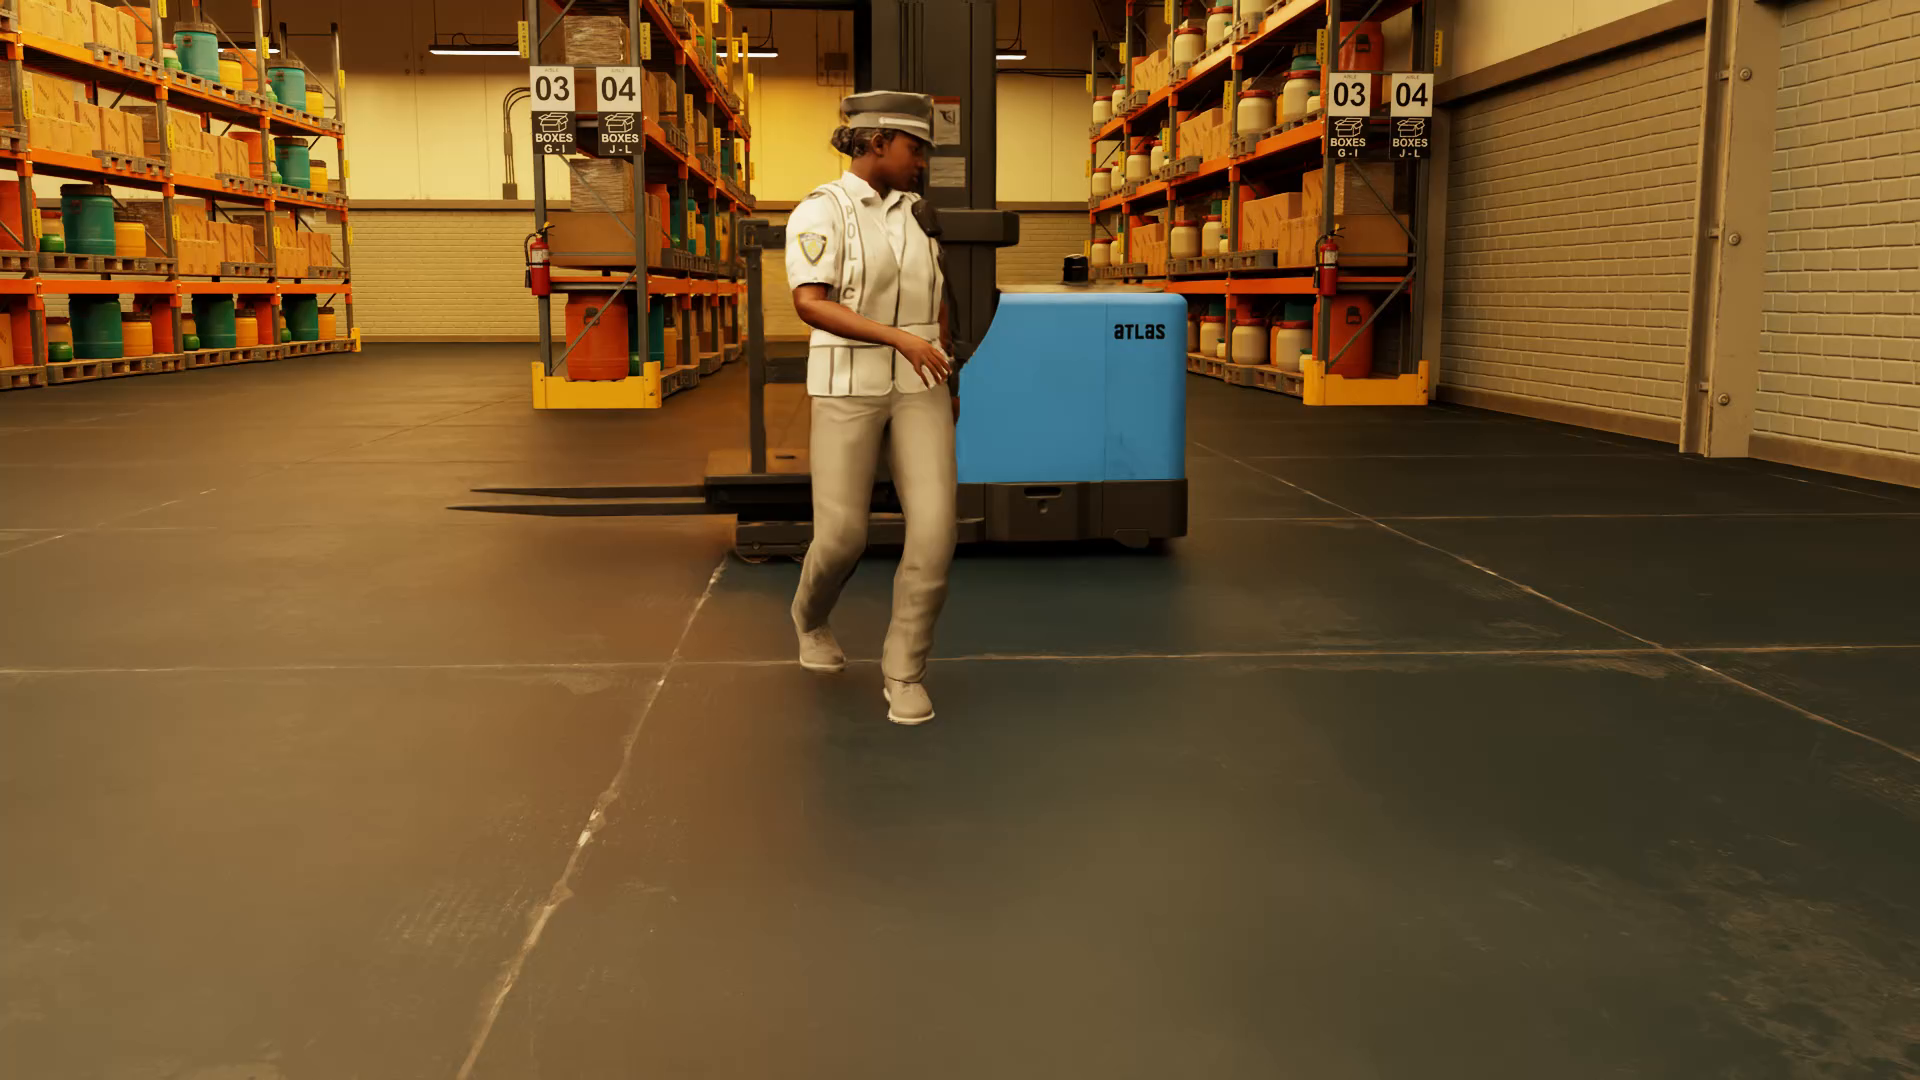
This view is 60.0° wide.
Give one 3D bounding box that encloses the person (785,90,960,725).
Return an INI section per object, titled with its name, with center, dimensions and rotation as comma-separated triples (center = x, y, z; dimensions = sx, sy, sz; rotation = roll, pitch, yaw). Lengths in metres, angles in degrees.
[person]
center = -0.180, -0.361, 4.367
dimensions = 0.569, 1.599, 0.643
rotation = -3, 9, -19

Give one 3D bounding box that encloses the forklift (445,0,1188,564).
[forklift]
center = -0.608, -1.437, 7.009
dimensions = 3.031, 2.935, 1.130
rotation = -1, 9, -7
